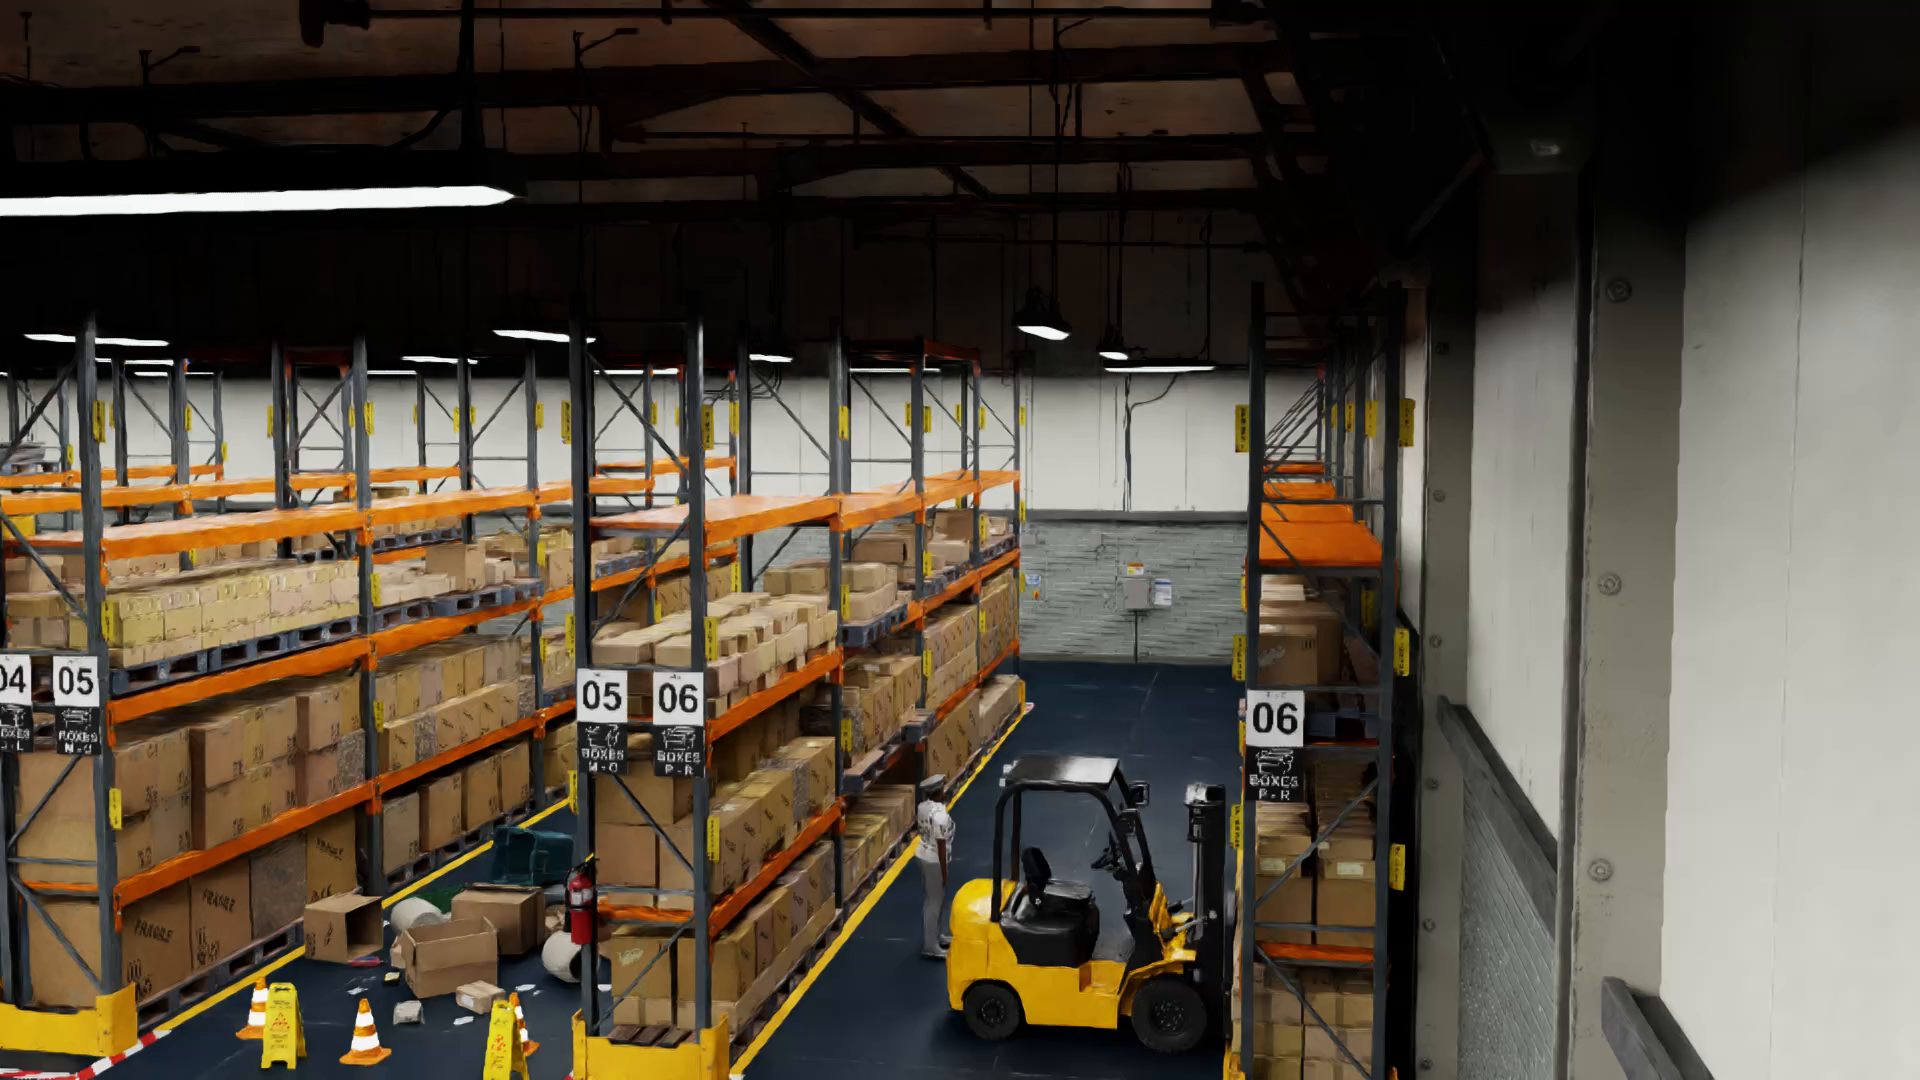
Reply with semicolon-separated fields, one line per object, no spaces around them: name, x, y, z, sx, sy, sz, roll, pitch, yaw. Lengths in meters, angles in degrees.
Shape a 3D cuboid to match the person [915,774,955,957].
person;-0.213;3.052;15.727;0.415;1.676;0.499;-2;5;-21
